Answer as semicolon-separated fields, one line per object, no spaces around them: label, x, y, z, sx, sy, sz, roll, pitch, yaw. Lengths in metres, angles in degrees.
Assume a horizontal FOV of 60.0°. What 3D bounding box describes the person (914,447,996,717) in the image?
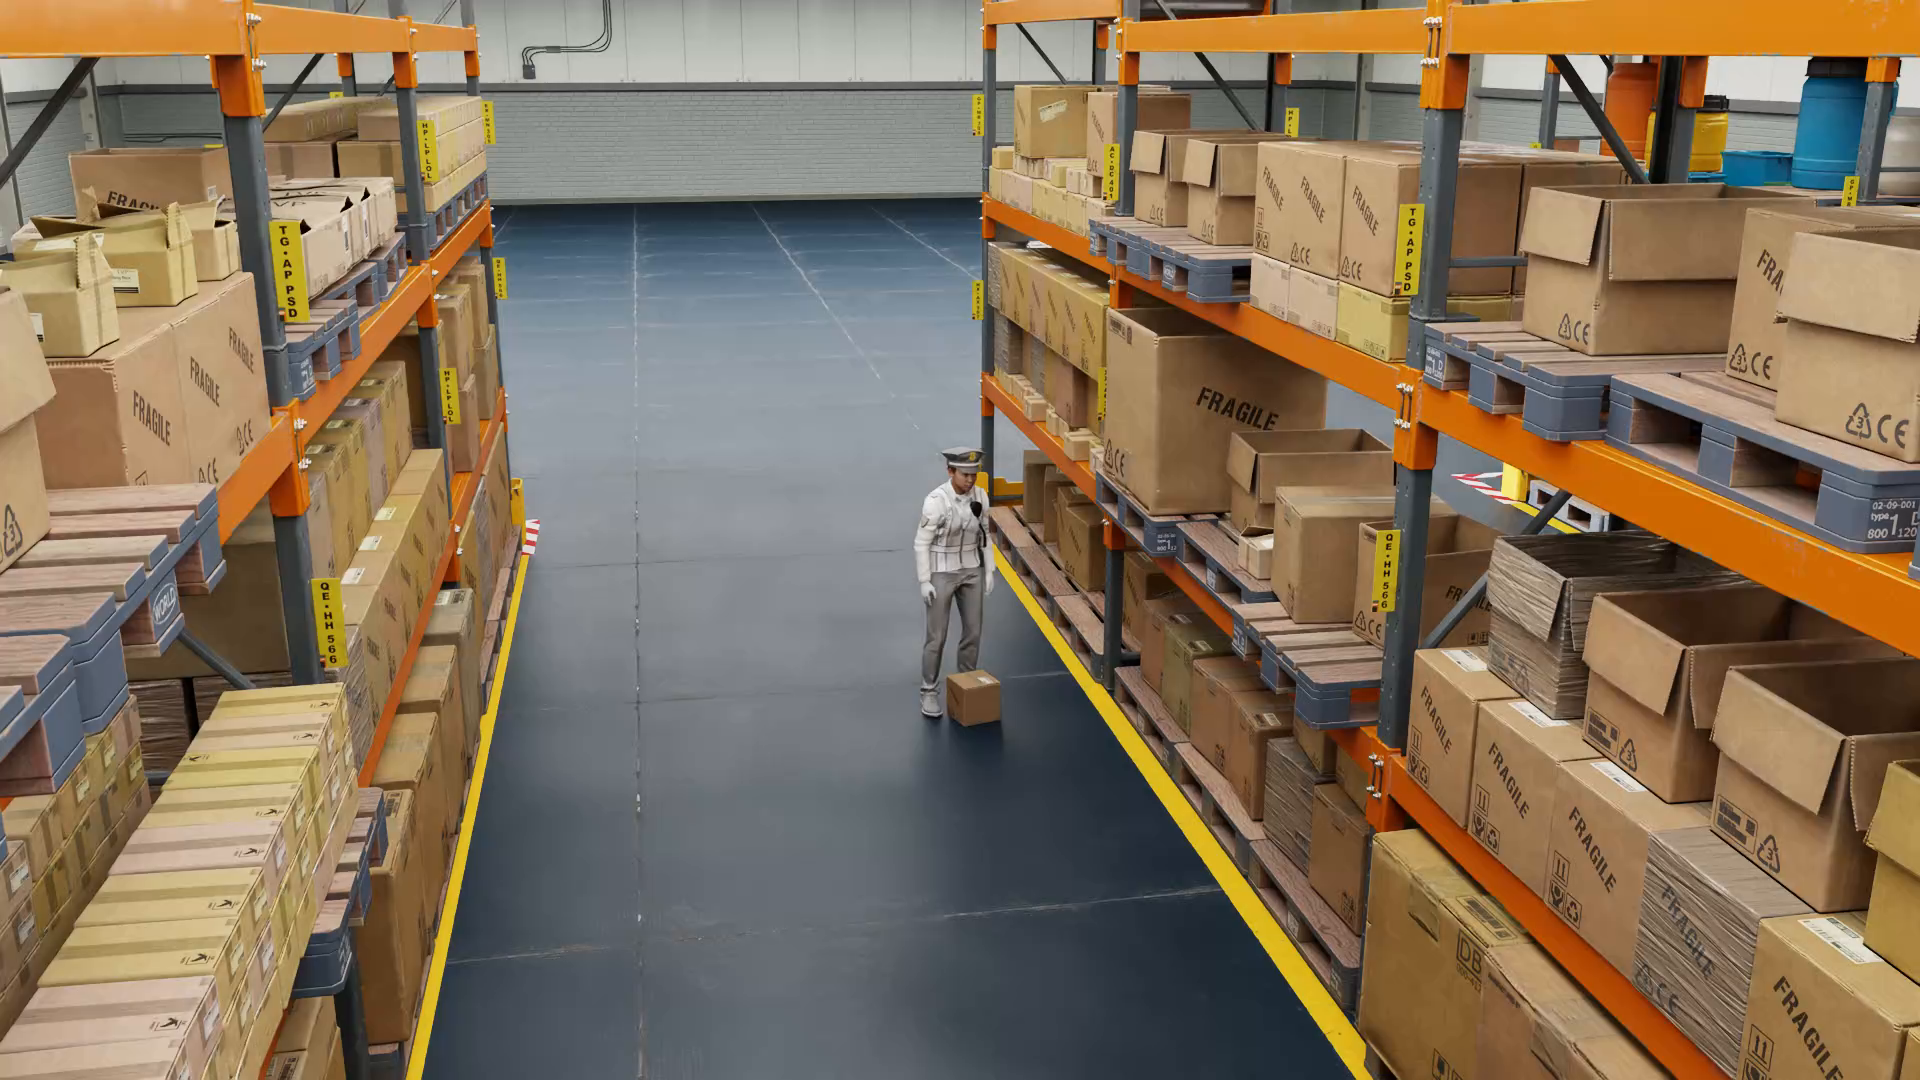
person;-0.024;0.231;10.244;0.543;1.667;0.370;-8;18;-26
